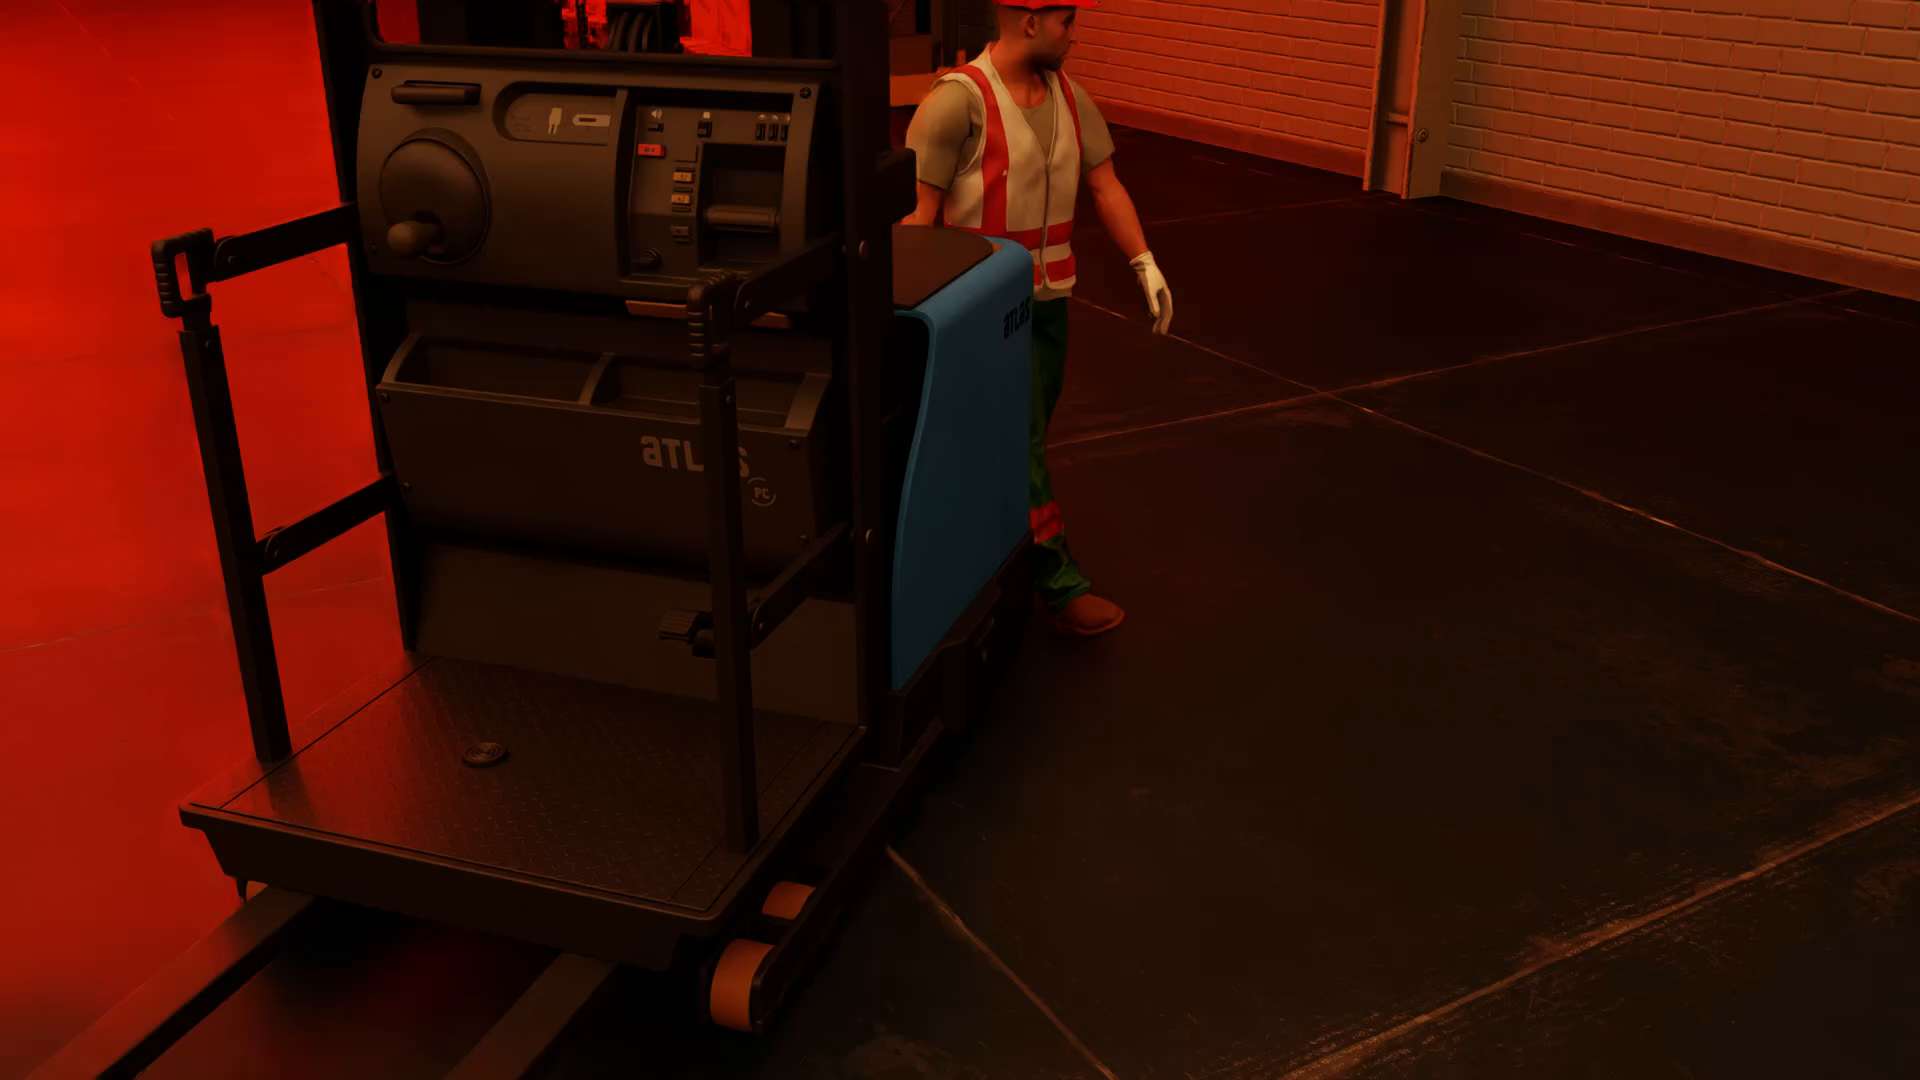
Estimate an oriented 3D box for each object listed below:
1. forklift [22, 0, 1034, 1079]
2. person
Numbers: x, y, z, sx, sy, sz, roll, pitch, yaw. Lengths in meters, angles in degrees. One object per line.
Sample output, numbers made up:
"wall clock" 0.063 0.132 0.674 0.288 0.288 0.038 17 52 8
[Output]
"forklift" -0.759 -0.646 2.847 1.130 2.935 3.031 7 23 17
"person" 0.201 -0.624 4.362 0.730 1.734 0.904 -20 29 -39
